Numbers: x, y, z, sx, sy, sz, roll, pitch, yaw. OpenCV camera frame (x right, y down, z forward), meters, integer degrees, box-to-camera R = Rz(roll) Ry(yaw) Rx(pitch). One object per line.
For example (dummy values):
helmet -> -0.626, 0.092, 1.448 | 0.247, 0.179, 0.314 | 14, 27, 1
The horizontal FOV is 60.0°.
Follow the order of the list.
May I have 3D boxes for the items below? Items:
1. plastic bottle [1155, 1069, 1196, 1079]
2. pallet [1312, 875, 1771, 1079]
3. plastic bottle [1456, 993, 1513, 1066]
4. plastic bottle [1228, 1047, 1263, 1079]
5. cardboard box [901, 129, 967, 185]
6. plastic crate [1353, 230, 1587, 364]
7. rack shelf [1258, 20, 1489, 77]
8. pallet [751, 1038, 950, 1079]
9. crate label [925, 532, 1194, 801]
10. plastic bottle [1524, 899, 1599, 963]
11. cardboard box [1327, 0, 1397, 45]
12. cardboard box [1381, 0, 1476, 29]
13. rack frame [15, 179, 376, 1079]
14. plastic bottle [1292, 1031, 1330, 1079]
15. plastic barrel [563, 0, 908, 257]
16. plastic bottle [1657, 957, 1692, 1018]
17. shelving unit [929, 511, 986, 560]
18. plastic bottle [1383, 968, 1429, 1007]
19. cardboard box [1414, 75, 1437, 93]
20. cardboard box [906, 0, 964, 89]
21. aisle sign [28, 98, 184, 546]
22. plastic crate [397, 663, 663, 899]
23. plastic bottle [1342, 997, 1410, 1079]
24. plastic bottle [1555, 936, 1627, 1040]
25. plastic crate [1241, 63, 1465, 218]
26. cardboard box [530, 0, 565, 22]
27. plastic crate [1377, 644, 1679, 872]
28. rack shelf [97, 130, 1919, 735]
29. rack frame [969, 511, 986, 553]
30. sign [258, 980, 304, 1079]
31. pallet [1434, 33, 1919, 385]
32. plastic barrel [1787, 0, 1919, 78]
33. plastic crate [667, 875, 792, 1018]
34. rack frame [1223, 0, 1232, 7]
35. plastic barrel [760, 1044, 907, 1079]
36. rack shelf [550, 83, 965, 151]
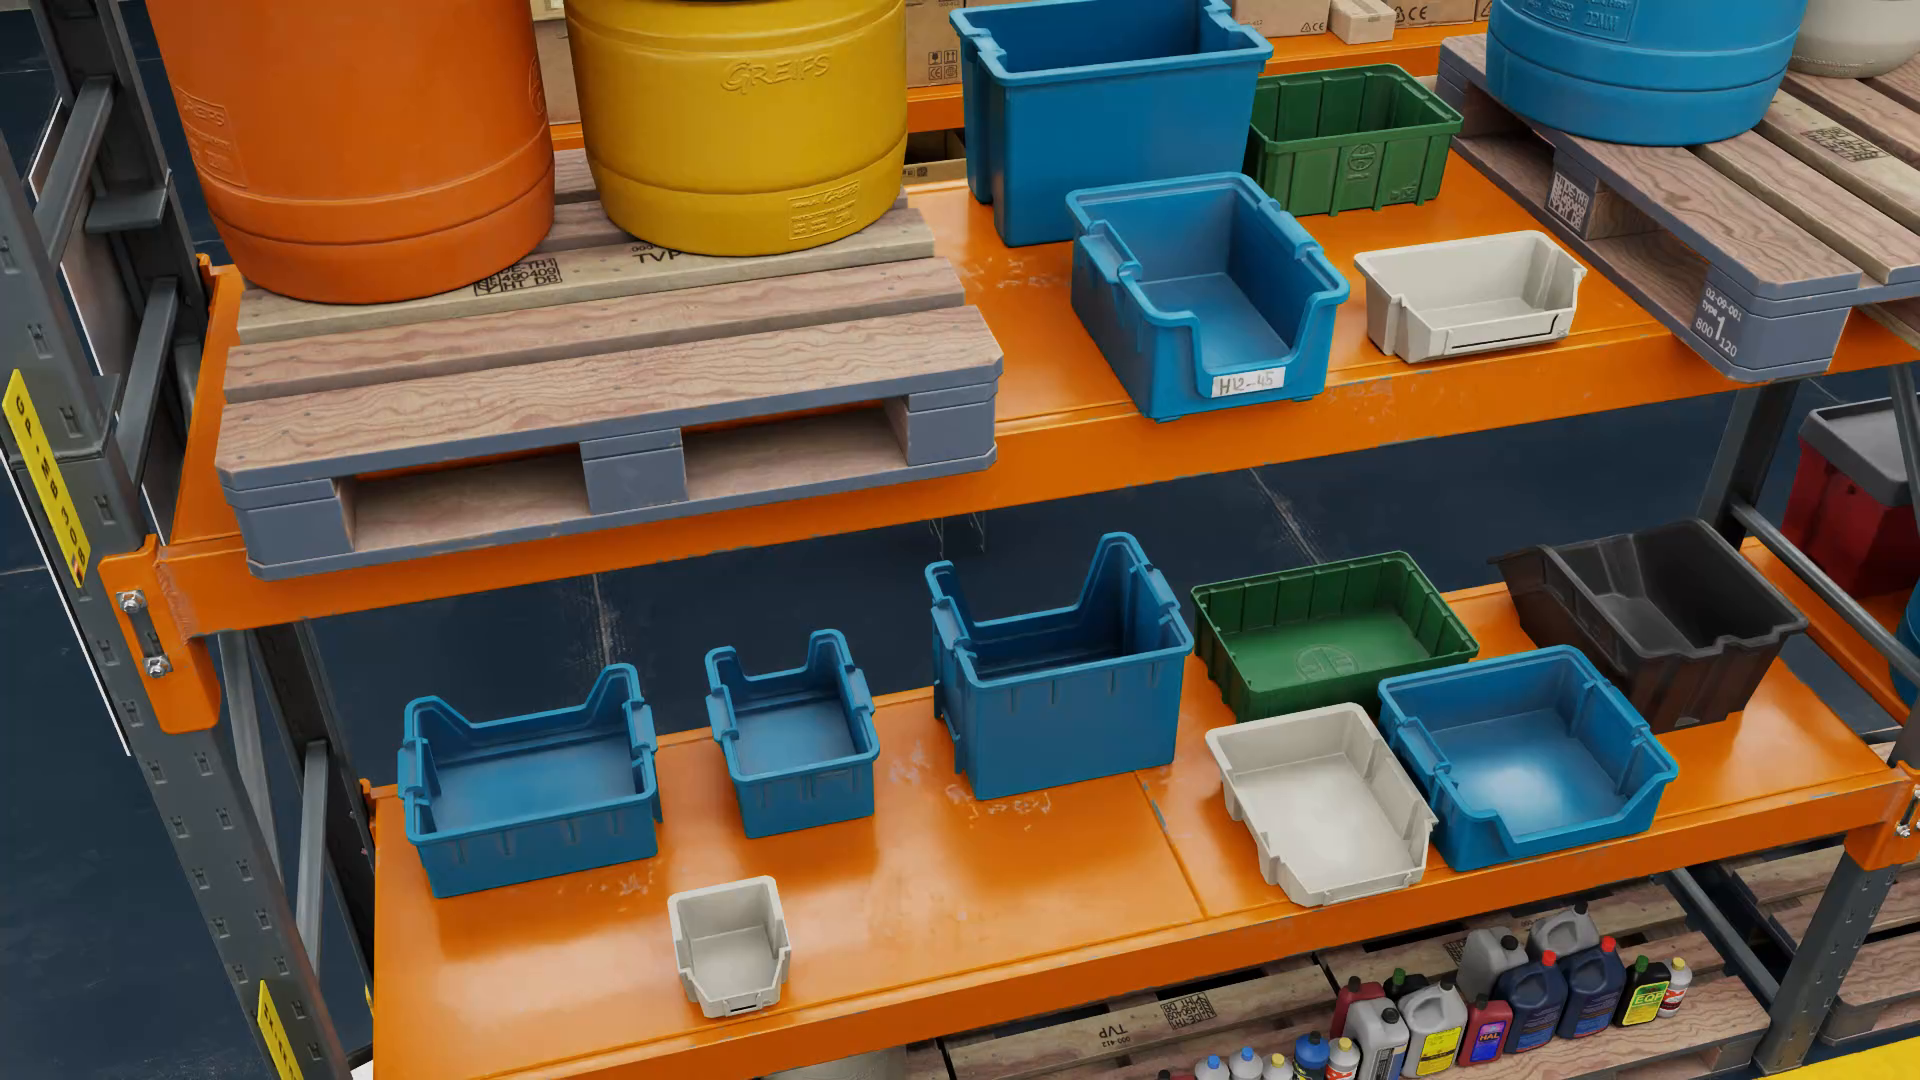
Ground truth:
plastic bottle -> 0.591, 1.561, 4.615 | 0.133, 0.283, 0.061 | -9, 38, -11
pallet -> 1.739, 1.342, 5.322 | 1.213, 0.211, 1.003 | -9, 38, -12
plastic bottle -> 1.520, 1.408, 4.814 | 0.133, 0.283, 0.061 | -7, 38, -9
plastic bottle -> 0.795, 1.520, 4.677 | 0.097, 0.271, 0.097 | 0, 37, 0
cardboard box -> -0.248, -1.771, 8.396 | 0.500, 0.500, 0.500 | -9, 38, -12
plastic crate -> 0.954, -0.443, 3.108 | 0.396, 0.136, 0.243 | -9, 38, -12
rack shelf -> 3.041, -2.785, 9.014 | 4.000, 0.370, 1.077 | -9, 38, -12
pallet -> -0.617, 1.728, 4.817 | 1.213, 0.211, 1.003 | -9, 38, -12
crate label -> 0.243, 0.322, 4.331 | 0.616, 0.435, 0.502 | -9, 38, -12
plastic bottle -> 1.814, 1.216, 5.009 | 0.185, 0.351, 0.144 | -9, 38, -12
cardboard box -> 2.019, -2.674, 8.484 | 0.250, 0.149, 0.380 | -9, 38, -12
cardboard box -> 2.365, -2.989, 8.606 | 0.500, 0.500, 0.500 | -7, 38, -9
rack frame -> -1.464, 0.786, 3.754 | 0.127, 3.000, 1.000 | -9, 38, -12
plastic bottle -> 0.991, 1.488, 4.719 | 0.097, 0.271, 0.097 | 0, 37, 0
plastic barrel -> -0.396, -0.902, 2.991 | 0.600, 0.588, 0.600 | 0, 37, 0
plastic bottle -> 2.129, 1.329, 4.984 | 0.097, 0.201, 0.097 | 0, 37, 0
shelving unit -> -0.014, -0.474, 6.882 | 0.189, 1.200, 0.258 | -9, 38, -12
plastic bottle -> 1.303, 1.353, 4.886 | 0.133, 0.283, 0.061 | -9, 38, -12
cardboard box -> 2.896, -2.525, 9.537 | 0.500, 0.311, 0.500 | -10, 38, -13
cardboard box -> -0.309, -2.555, 8.039 | 0.500, 0.500, 0.700 | -9, 38, -11
aisle sign -> -1.611, -0.409, 3.177 | 0.004, 0.787, 0.394 | -9, 38, -12
plastic crate -> -1.058, 0.590, 4.132 | 0.616, 0.251, 0.499 | -9, 38, -12
plastic bottle -> 1.196, 1.436, 4.784 | 0.135, 0.276, 0.152 | -9, 38, -11
plastic bottle -> 1.851, 1.301, 4.899 | 0.185, 0.351, 0.144 | -10, 39, -13
plastic crate -> 0.804, -0.865, 3.617 | 0.450, 0.188, 0.336 | -9, 38, -12
cardboard box -> -1.821, -2.435, 7.349 | 0.250, 0.149, 0.380 | -9, 38, -12
plastic crate -> 1.400, 0.546, 4.190 | 0.616, 0.251, 0.499 | -9, 38, -12
rack shelf -> 0.467, -0.436, 3.475 | 4.000, 0.370, 1.077 | -9, 38, -12
rack frame -> 0.074, -0.489, 6.901 | 0.006, 1.200, 0.240 | -9, 38, -12
sign -> -1.324, 1.000, 3.247 | 0.005, 0.325, 0.100 | -9, 38, -12
pallet -> 1.727, -0.792, 3.504 | 1.003, 0.211, 1.213 | -9, 38, -12
plastic barrel -> 1.931, -1.297, 3.570 | 0.421, 0.512, 0.421 | 0, 37, 0
plastic crate -> -0.516, 0.938, 3.772 | 0.250, 0.136, 0.298 | -9, 38, -12
rack frame -> 1.110, -2.754, 8.381 | 0.127, 3.000, 1.000 | -9, 38, -12
plastic barrel -> -0.364, 1.379, 4.681 | 0.421, 0.512, 0.421 | 0, 37, 0
rack shelf -> -0.821, -2.151, 8.185 | 4.000, 0.370, 1.077 | -9, 38, -12
